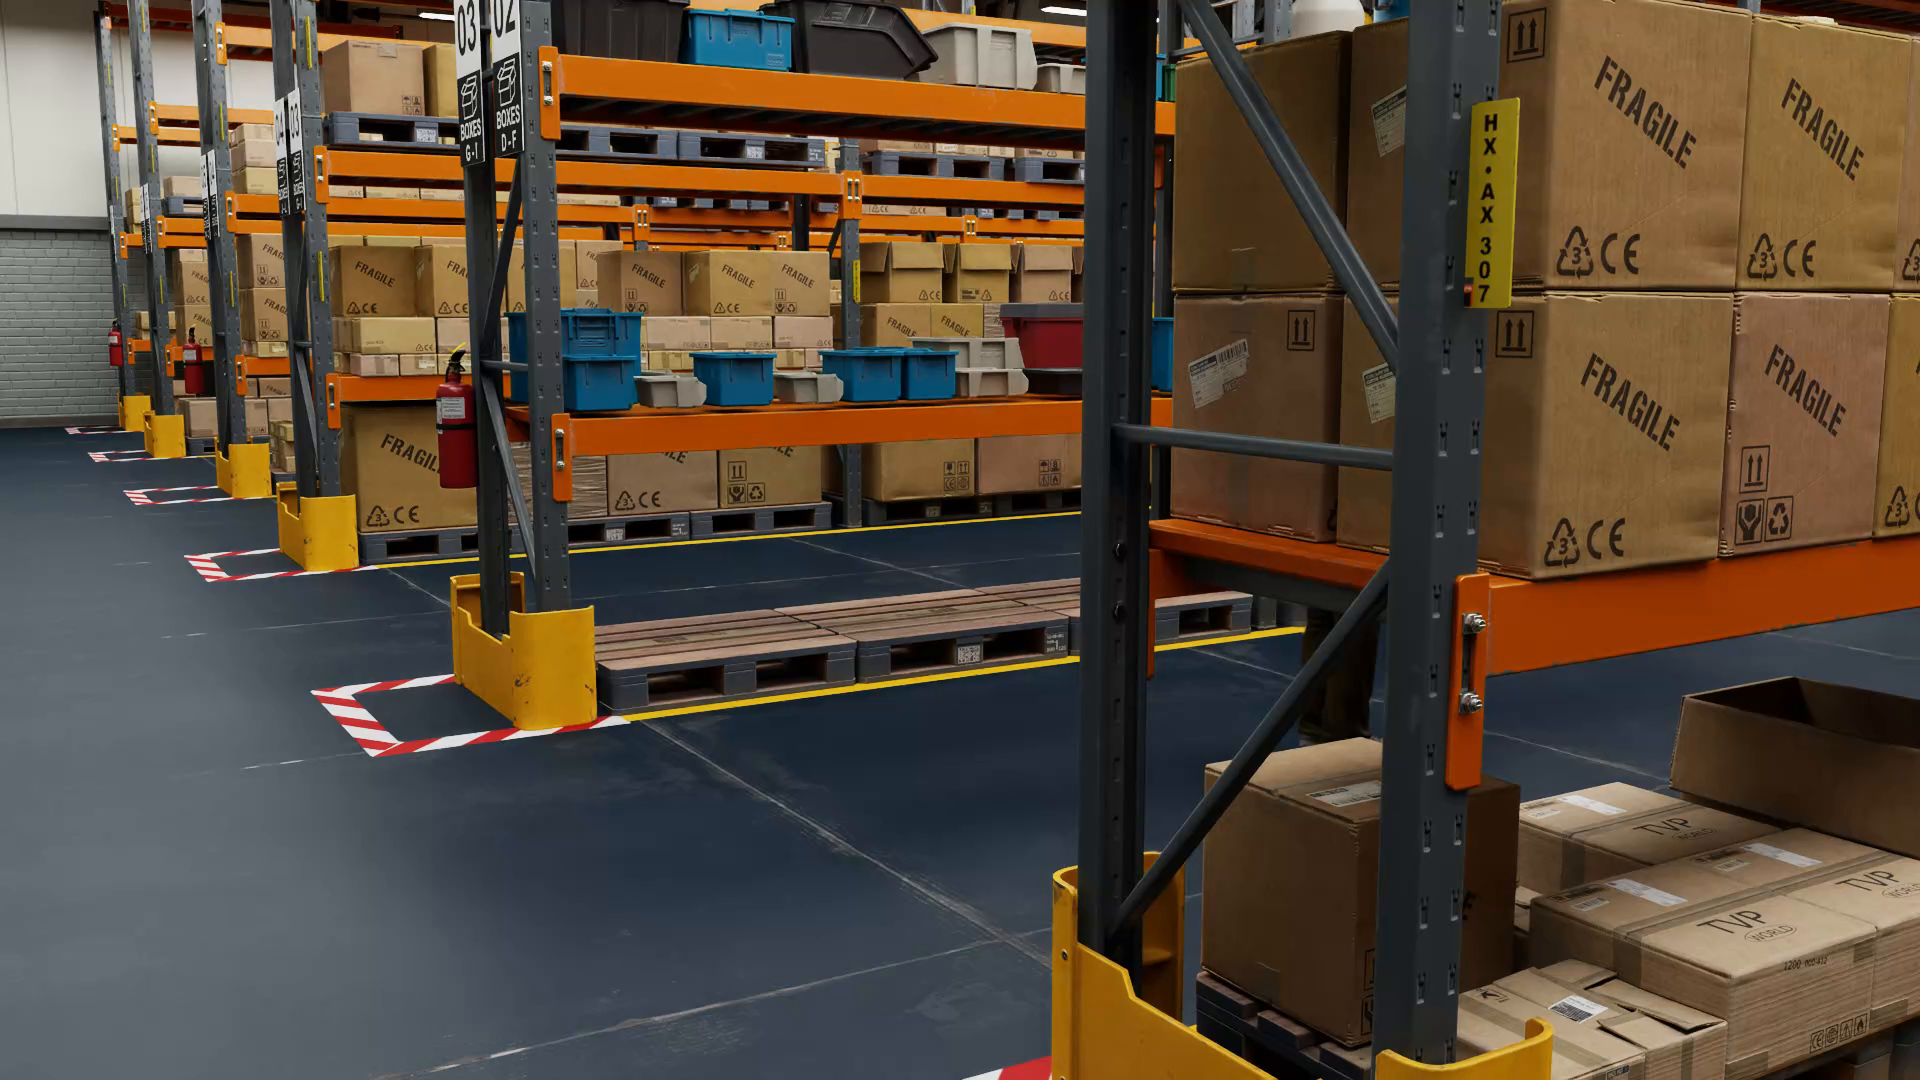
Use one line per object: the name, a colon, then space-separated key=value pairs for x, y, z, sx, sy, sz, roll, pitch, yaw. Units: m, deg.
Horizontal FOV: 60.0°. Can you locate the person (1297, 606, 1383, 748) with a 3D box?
person: x=1.545 y=-0.024 z=6.534 sx=0.454 sy=1.789 sz=0.601 roll=-5 pitch=9 yaw=-30
